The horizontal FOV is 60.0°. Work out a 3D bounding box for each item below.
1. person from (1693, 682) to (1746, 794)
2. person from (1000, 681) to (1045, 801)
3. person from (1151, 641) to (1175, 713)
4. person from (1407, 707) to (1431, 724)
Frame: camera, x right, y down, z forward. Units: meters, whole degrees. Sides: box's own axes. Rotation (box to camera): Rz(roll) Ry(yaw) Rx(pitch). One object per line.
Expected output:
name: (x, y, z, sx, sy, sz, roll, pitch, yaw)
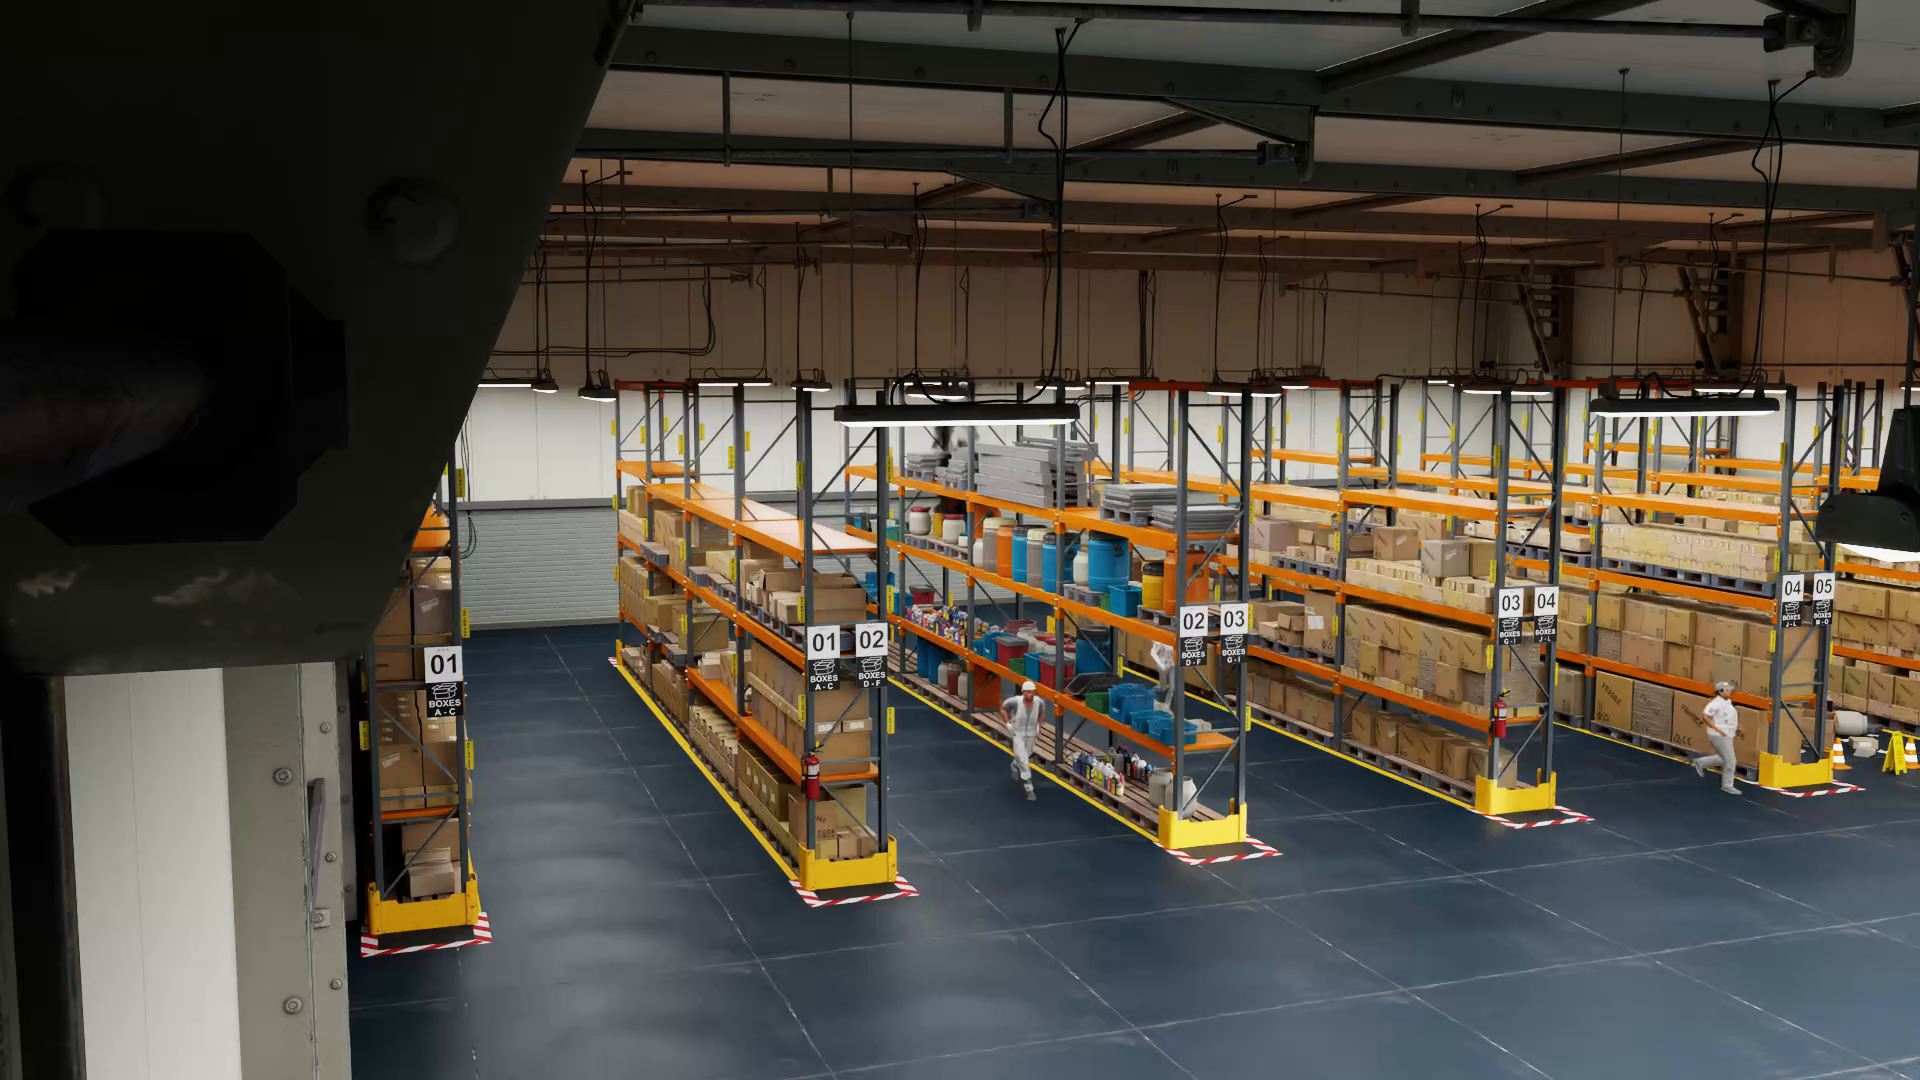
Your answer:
person: (11.282, 2.920, 24.743, 0.766, 1.654, 0.607, 6, 8, 44)
person: (0.900, 2.901, 24.529, 0.670, 1.780, 0.996, -2, 6, -15)
person: (3.763, 2.315, 30.324, 0.644, 1.676, 0.746, -3, 7, -23)
person: (8.205, 2.408, 29.333, 0.555, 1.735, 0.784, -3, 7, -28)
